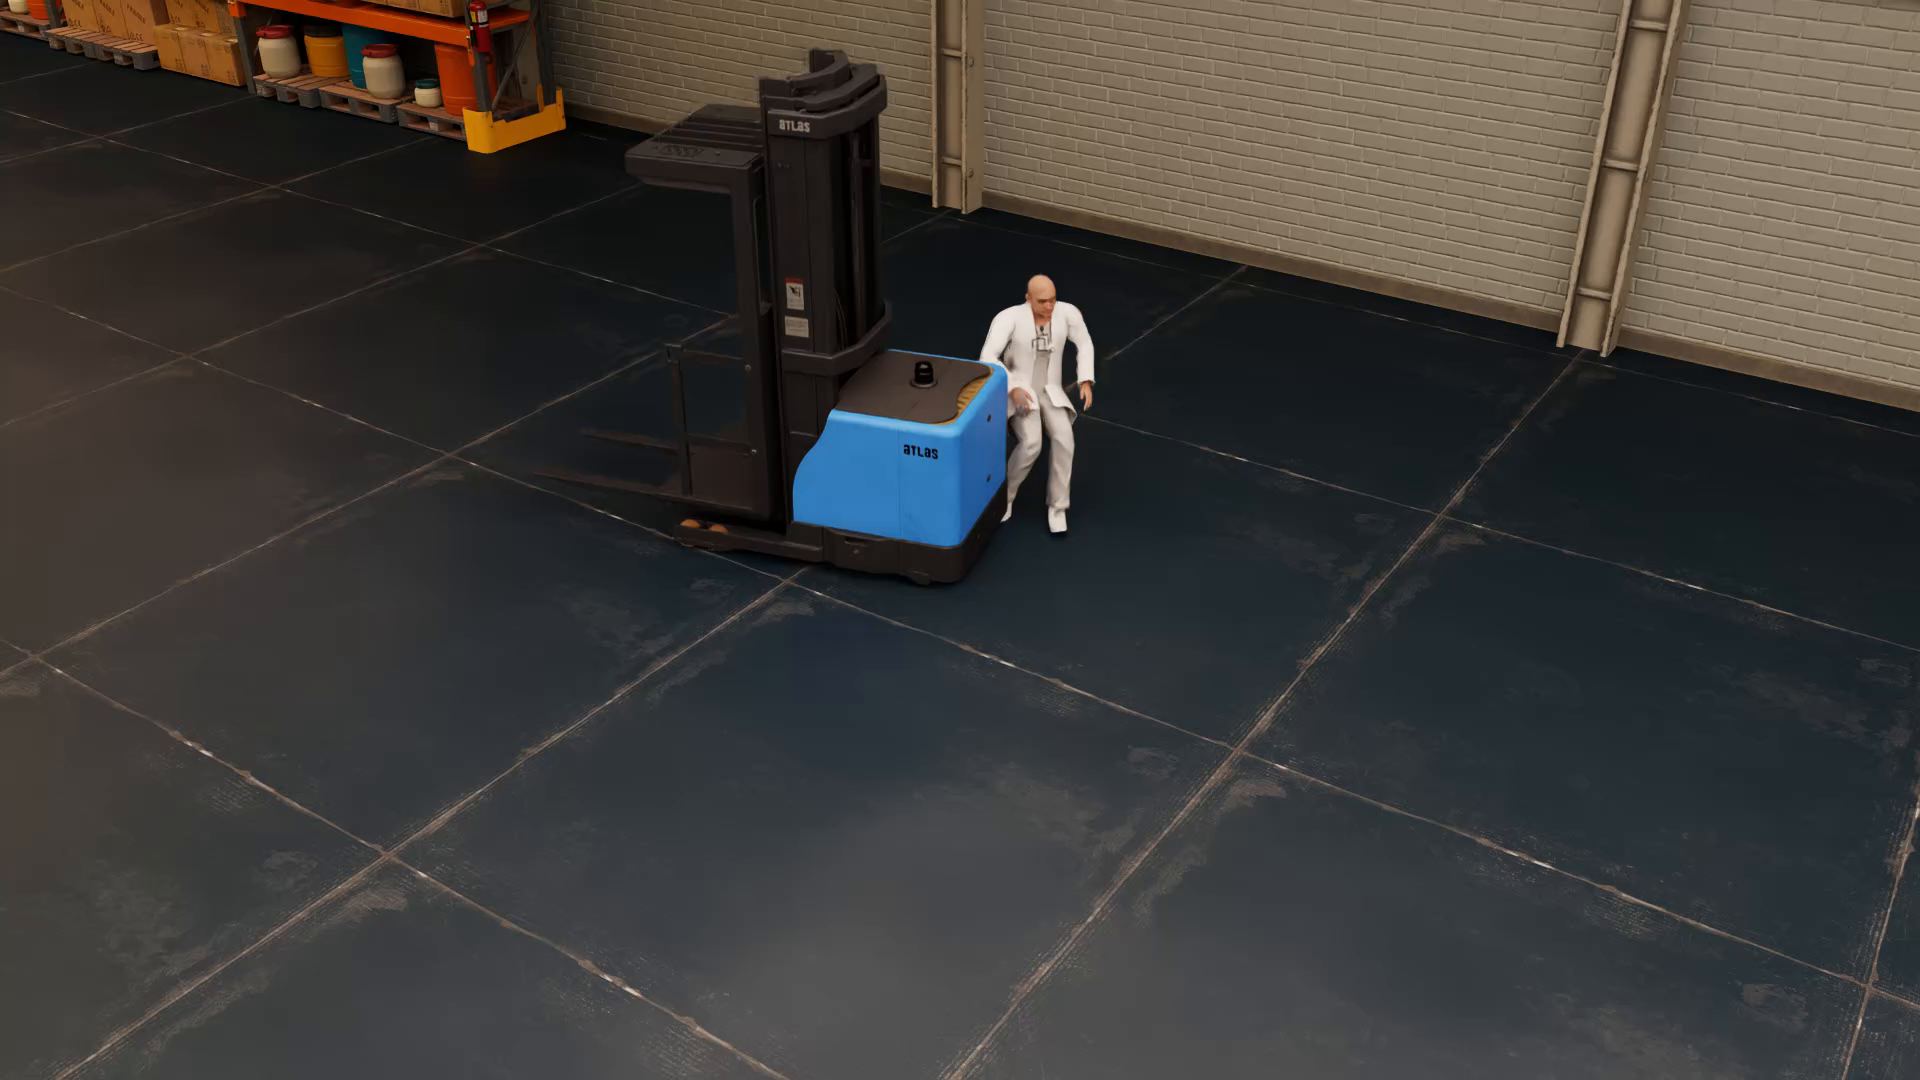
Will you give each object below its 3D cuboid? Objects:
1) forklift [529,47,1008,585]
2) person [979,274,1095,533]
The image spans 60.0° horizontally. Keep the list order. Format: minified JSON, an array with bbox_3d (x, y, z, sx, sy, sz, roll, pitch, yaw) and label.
[{"bbox_3d":[-1.270,-1.432,10.048,3.031,2.935,1.130,10,32,16],"label":"forklift"},{"bbox_3d":[0.568,-0.865,10.557,0.835,1.573,0.923,-12,32,-19],"label":"person"}]
